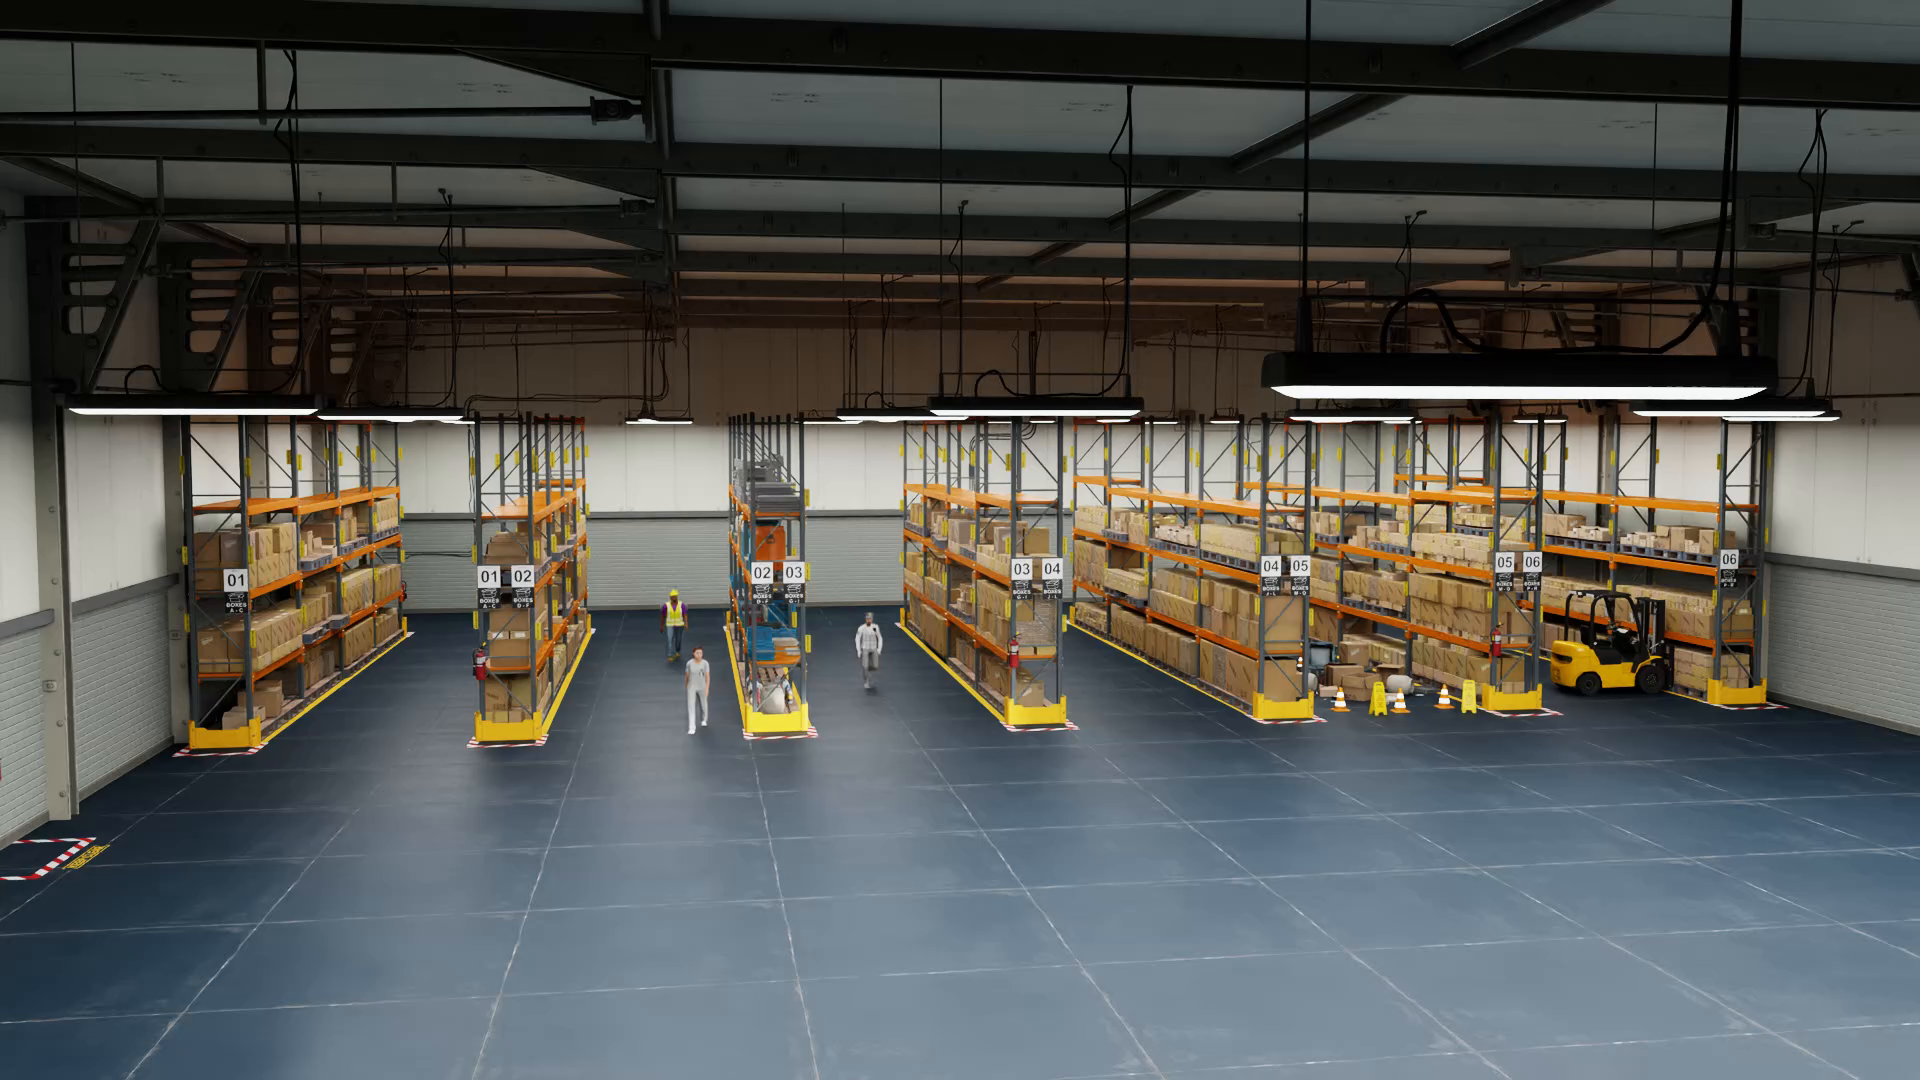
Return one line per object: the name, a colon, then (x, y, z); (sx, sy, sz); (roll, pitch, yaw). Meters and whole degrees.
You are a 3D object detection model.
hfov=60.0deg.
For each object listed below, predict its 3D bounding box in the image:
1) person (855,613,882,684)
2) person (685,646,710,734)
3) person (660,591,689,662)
person: (-2.017, 2.378, 36.627); (0.583, 1.587, 0.467); (-1, 4, -11)
person: (-4.945, 2.793, 31.286); (0.461, 1.620, 0.999); (-1, 4, -16)
person: (-6.984, 2.091, 40.636); (0.693, 1.707, 1.085); (-1, 4, -9)
